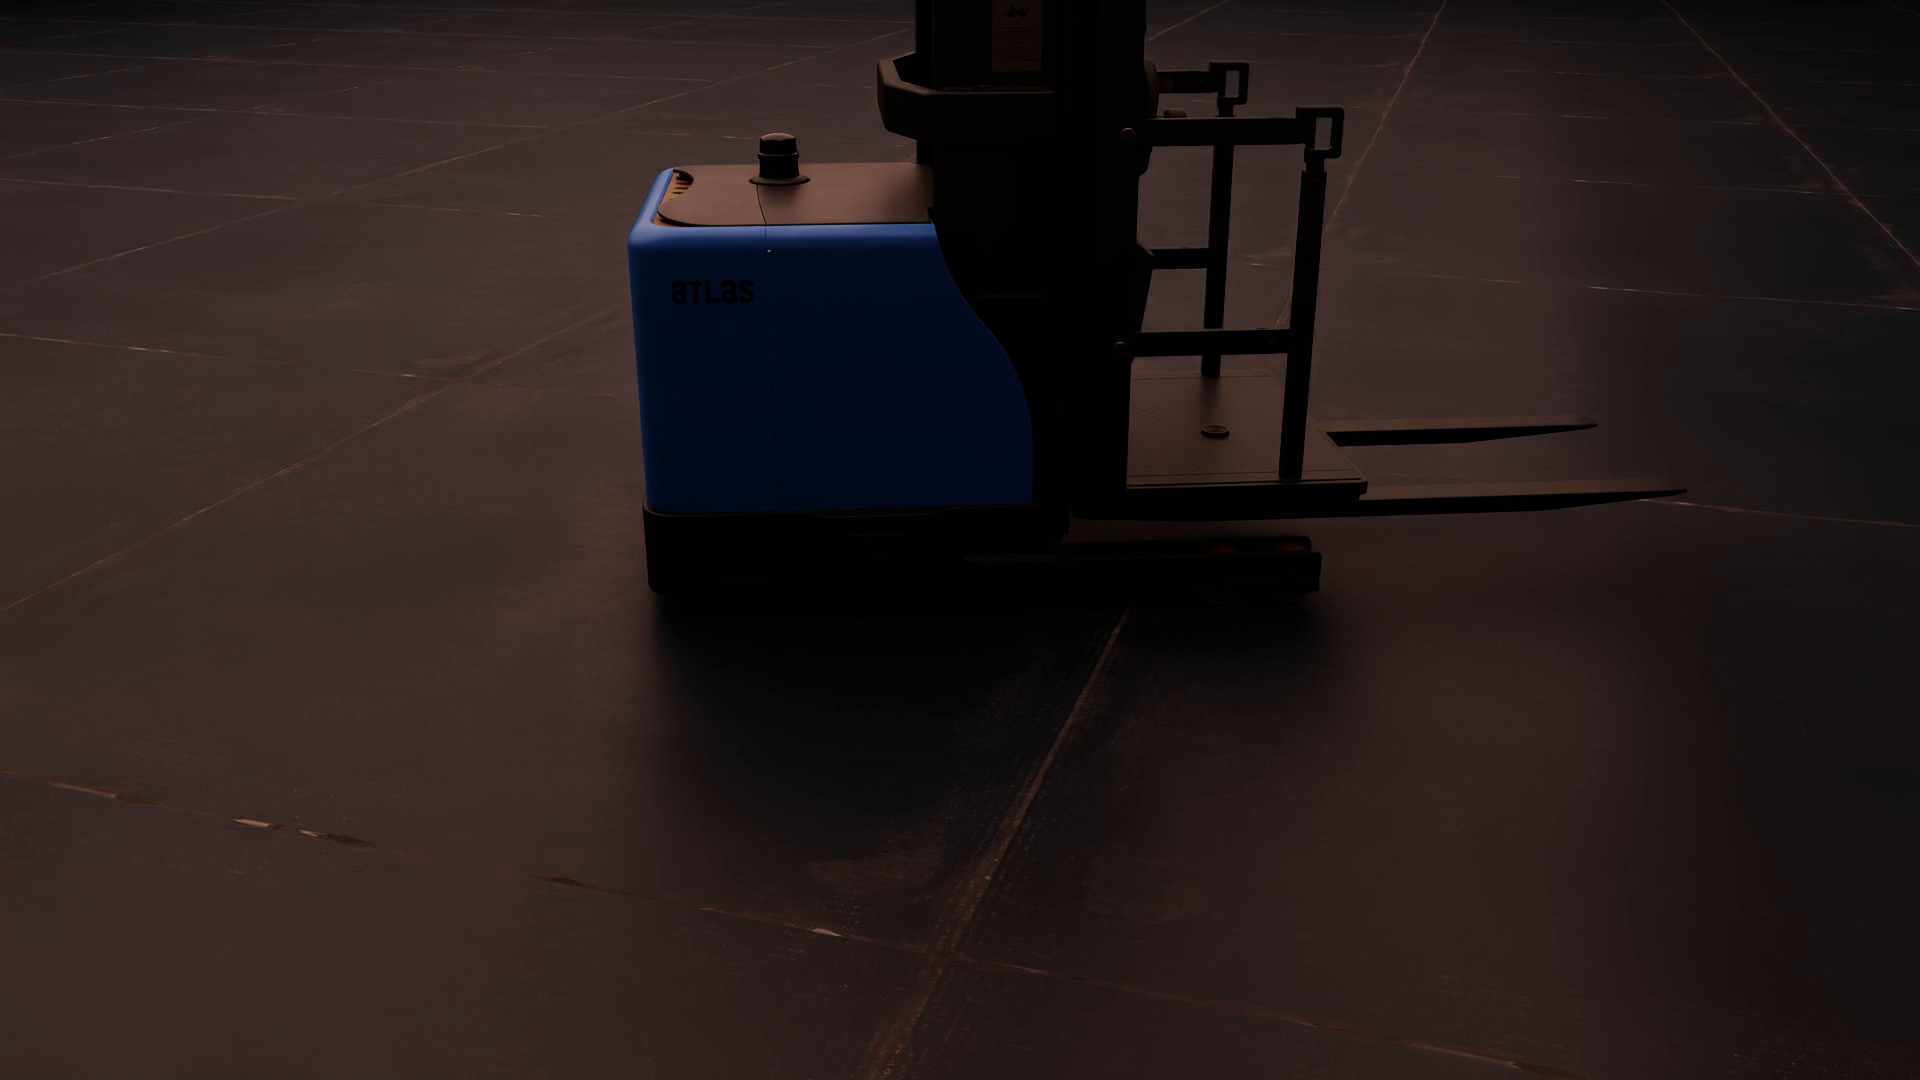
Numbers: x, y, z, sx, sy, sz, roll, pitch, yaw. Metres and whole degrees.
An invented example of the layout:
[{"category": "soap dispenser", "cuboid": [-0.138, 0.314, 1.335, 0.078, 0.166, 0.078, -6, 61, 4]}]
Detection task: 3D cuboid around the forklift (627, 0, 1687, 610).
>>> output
[{"category": "forklift", "cuboid": [0.606, -1.374, 4.608, 3.031, 2.935, 1.130, -2, 23, -4]}]
